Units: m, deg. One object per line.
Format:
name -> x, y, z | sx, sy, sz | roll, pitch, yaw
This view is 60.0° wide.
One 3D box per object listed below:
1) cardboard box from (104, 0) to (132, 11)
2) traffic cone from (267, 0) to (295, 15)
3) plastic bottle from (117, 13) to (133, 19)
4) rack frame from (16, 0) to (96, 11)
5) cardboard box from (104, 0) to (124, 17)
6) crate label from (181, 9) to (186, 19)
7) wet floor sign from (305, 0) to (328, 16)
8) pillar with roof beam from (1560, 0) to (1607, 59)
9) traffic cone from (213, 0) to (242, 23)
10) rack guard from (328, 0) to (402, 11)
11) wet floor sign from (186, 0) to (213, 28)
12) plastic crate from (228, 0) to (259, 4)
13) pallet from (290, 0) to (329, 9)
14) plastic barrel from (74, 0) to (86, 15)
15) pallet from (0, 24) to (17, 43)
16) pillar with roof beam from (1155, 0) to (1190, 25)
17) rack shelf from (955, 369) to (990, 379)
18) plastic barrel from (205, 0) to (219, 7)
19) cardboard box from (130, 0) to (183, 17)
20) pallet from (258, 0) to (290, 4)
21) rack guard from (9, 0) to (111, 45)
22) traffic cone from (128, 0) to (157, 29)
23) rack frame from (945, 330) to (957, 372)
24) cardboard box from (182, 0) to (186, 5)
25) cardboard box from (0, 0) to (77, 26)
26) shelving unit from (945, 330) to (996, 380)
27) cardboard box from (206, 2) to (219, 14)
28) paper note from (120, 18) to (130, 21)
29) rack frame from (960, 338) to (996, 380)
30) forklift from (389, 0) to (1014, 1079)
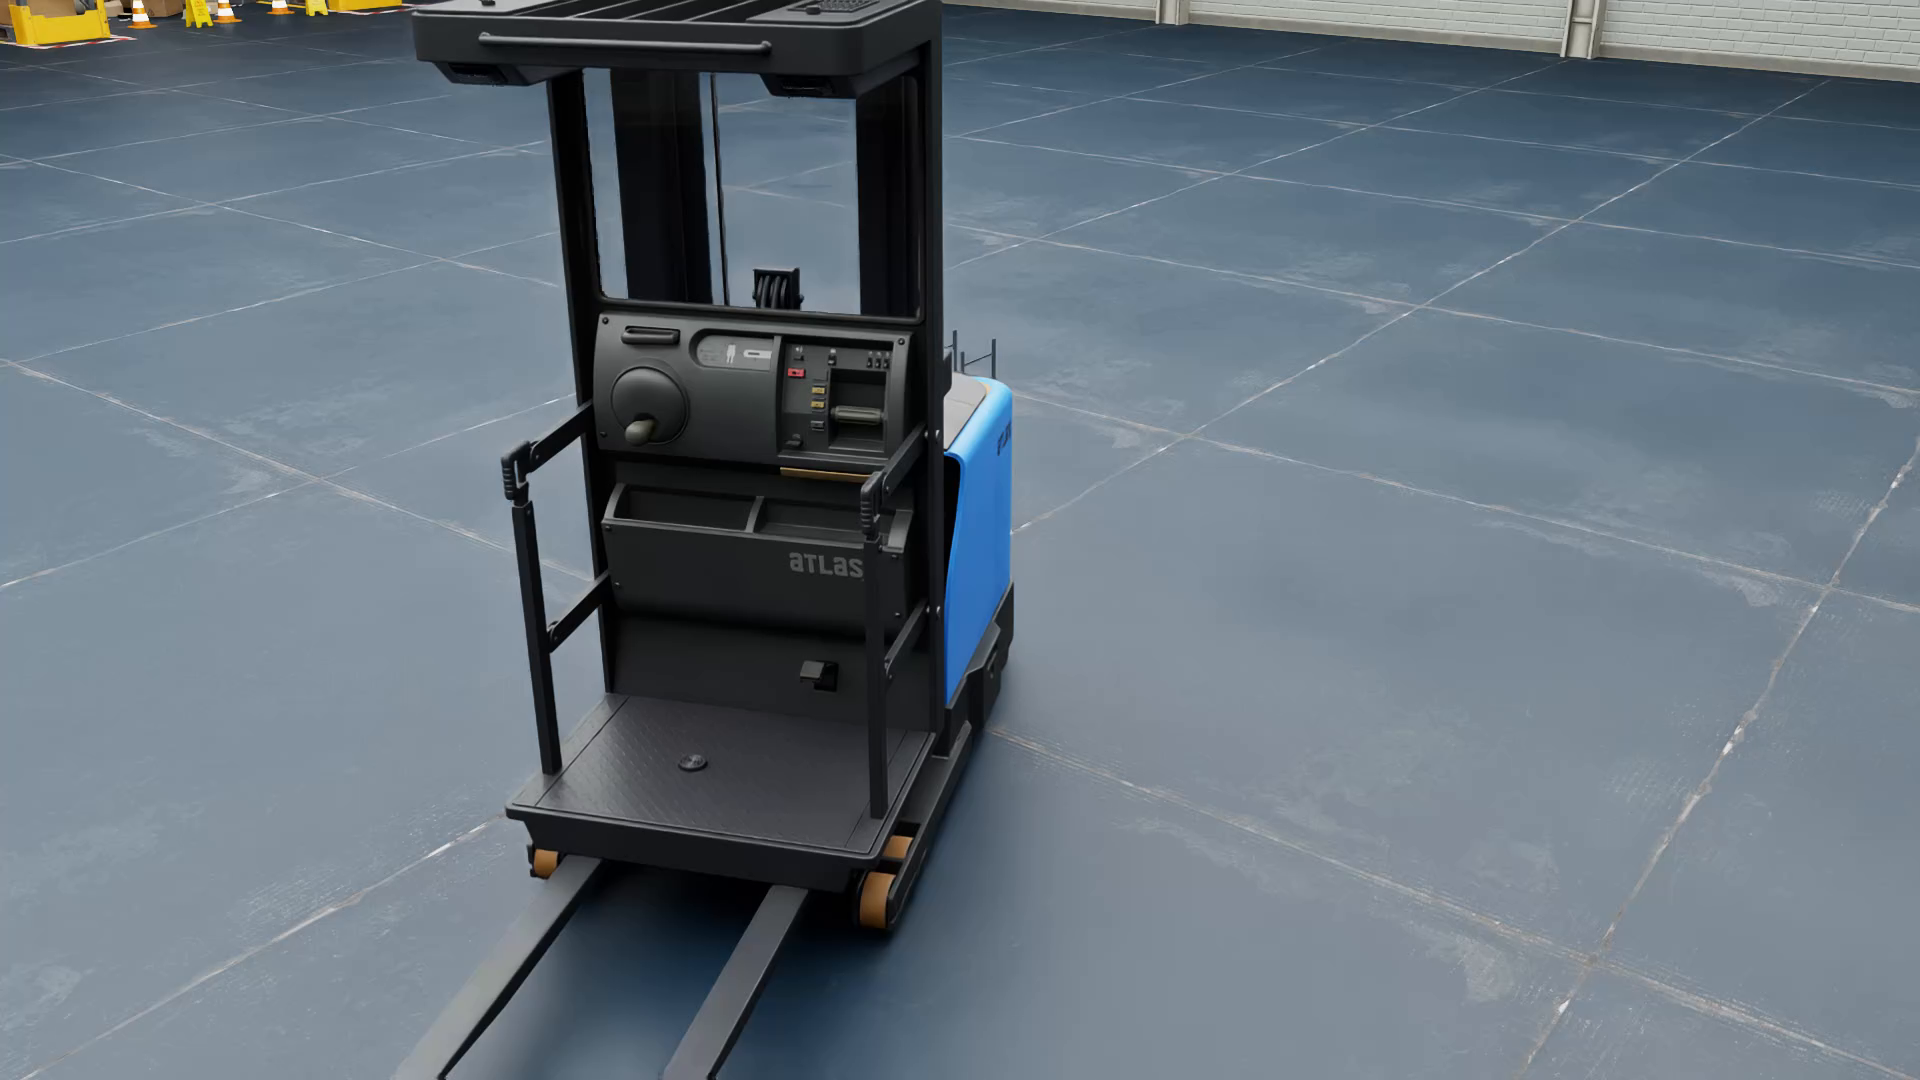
cardboard box -> -13.097, -8.613, 26.006 | 0.503, 0.637, 0.797 | 17, 29, 33
traffic cone -> -10.538, -8.389, 25.715 | 0.334, 0.463, 0.336 | 17, 29, 33
plastic bottle -> -12.659, -7.940, 25.195 | 0.283, 0.061, 0.133 | 7, 25, 15
rack frame -> -12.308, -8.240, 22.232 | 0.127, 3.000, 1.000 | 17, 29, 33
cardboard box -> -13.029, -8.135, 25.384 | 0.396, 0.266, 0.258 | -21, 31, -39
crate label -> -11.598, -7.969, 25.168 | 0.298, 0.136, 0.250 | 3, 24, 6
wet floor sign -> -9.910, -8.393, 25.499 | 0.267, 0.644, 0.232 | -15, 28, -30
pillar with roof beam -> 5.359, -8.927, 16.350 | 0.400, 9.000, 9.100 | 17, 29, 33
traffic cone -> -10.932, -7.948, 24.716 | 0.334, 0.463, 0.336 | 17, 29, 33
rack guard -> -9.481, -8.736, 26.458 | 0.348, 0.500, 1.175 | 17, 29, 33
wet floor sign -> -11.097, -7.795, 24.141 | 0.232, 0.644, 0.267 | 12, 26, 24
plastic crate -> -11.856, -8.849, 27.234 | 0.583, 0.080, 0.402 | 7, 25, 15
pallet -> -10.110, -8.812, 26.988 | 1.213, 0.211, 1.003 | 17, 29, 33
plastic barrel -> -13.681, -8.249, 25.448 | 0.512, 0.421, 0.421 | -5, 24, -12
pallet -> -12.995, -7.132, 23.176 | 1.213, 0.211, 1.003 | 17, 29, 33
pillar with roof beam -> 0.558, -10.378, 19.643 | 0.400, 9.000, 9.100 | 17, 29, 33
rack shelf -> -0.006, -0.630, 6.978 | 0.200, 0.077, 0.258 | 17, 29, 33
plastic barrel -> -11.981, -8.694, 26.457 | 0.512, 0.421, 0.421 | -5, 24, -12
cardboard box -> -12.344, -8.327, 25.526 | 0.637, 0.503, 0.797 | -1, 24, -3
pallet -> -11.082, -9.107, 27.658 | 1.213, 0.211, 1.003 | 17, 29, 33
rack guard -> -12.289, -7.091, 22.723 | 0.348, 0.500, 1.175 | 17, 29, 33
traffic cone -> -11.881, -7.666, 24.075 | 0.334, 0.463, 0.336 | 17, 29, 33
rack frame -> -0.088, -0.438, 7.129 | 0.006, 0.900, 0.240 | 17, 29, 33
cardboard box -> -12.580, -8.988, 27.027 | 0.500, 0.500, 0.500 | -5, 24, -12
cardboard box -> -12.890, -7.603, 22.900 | 0.875, 0.875, 0.875 | 17, 29, 34
shelving unit -> -0.006, -0.414, 7.073 | 0.210, 0.900, 0.258 | 17, 29, 33
cardboard box -> -11.680, -8.222, 25.727 | 0.380, 0.149, 0.250 | -10, 26, -21
paper note -> -12.511, -7.798, 24.912 | 0.144, 0.017, 0.142 | -15, 28, -30
rack frame -> 0.075, -0.389, 7.017 | 0.006, 0.900, 0.240 | 17, 29, 33
forklift -> -0.644, -0.400, 4.522 | 1.130, 2.935, 3.031 | 6, 24, 12
